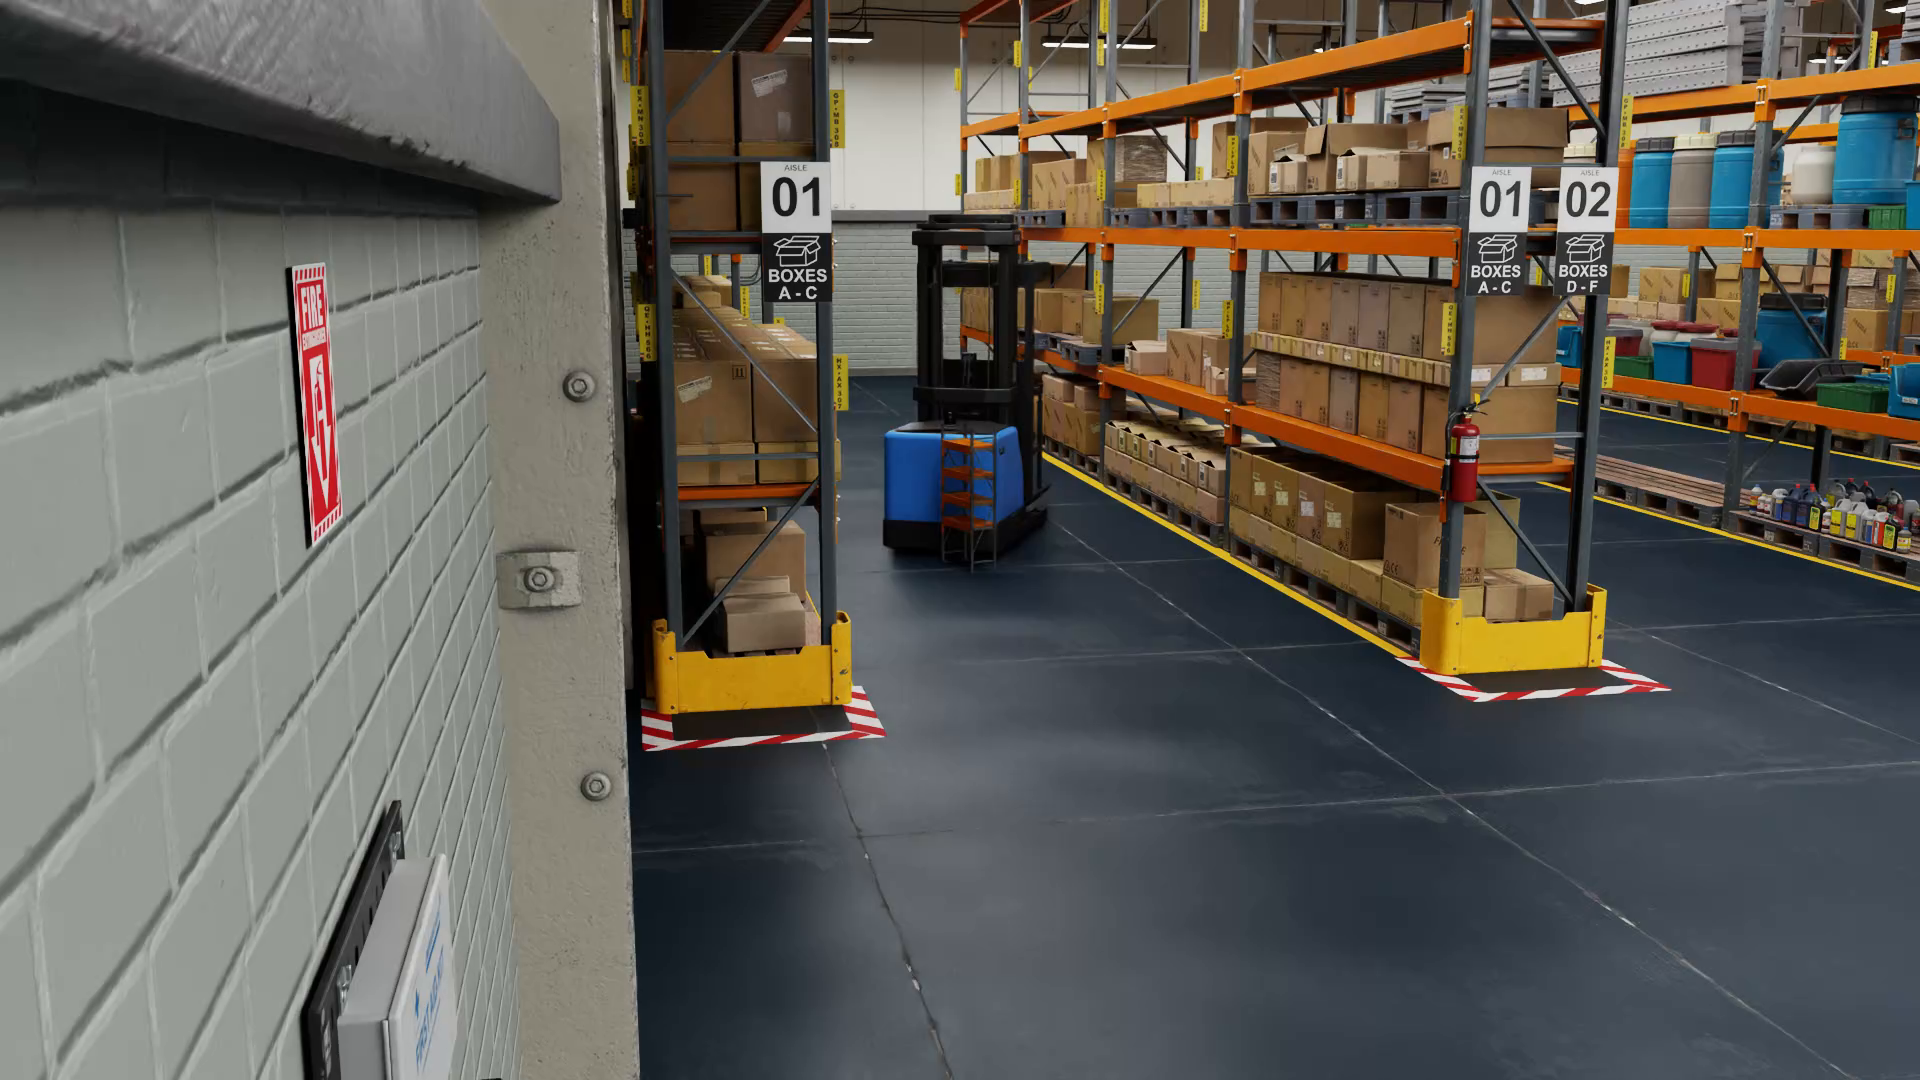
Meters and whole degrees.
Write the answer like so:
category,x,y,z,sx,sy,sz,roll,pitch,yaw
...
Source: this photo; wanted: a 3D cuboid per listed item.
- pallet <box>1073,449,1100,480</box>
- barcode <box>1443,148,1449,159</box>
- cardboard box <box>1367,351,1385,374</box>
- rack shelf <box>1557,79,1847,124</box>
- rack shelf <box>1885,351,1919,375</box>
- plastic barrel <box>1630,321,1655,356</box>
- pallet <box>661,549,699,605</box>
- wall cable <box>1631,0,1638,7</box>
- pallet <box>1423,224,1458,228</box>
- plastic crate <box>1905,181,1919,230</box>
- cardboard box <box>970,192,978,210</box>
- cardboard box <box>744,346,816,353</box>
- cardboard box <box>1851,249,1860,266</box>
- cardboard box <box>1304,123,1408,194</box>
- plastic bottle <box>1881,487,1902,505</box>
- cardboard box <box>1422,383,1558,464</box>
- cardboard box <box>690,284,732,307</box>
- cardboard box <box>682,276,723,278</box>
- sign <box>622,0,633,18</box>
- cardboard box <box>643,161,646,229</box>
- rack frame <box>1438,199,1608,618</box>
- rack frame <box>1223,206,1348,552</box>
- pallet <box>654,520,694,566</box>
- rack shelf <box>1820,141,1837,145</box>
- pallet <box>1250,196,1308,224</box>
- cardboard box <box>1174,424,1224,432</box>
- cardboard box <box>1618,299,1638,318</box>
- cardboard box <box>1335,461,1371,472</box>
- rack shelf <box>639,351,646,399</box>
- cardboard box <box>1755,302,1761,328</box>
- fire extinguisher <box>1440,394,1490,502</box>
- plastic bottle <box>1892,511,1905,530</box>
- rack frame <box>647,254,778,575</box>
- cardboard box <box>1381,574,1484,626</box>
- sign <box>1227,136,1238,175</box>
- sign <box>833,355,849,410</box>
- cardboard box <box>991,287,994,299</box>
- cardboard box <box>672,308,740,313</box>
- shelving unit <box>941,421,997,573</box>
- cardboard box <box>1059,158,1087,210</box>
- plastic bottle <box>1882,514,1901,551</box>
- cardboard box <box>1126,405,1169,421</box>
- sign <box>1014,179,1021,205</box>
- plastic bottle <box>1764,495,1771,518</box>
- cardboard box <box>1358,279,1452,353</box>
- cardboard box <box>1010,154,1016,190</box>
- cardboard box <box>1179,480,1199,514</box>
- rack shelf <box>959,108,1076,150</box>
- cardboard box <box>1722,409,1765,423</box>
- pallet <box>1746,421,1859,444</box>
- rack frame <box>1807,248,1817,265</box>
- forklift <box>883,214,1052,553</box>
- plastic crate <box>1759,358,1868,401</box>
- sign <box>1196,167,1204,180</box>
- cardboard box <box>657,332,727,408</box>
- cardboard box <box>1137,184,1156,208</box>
category,x,y,z,sx,sy,sz,roll,pitch,yaw
pallet,1.955,-0.896,19.392,1.003,0.211,1.213,-2,11,-11
barcode,3.088,-2.457,10.560,0.001,0.075,0.075,-2,11,-11
cardboard box,3.158,-1.280,11.952,0.380,0.149,0.250,-2,11,-9
rack shelf,7.312,-4.337,16.964,1.077,0.370,4.000,-2,11,-11
rack shelf,12.170,-1.767,18.434,1.077,0.370,4.000,-2,11,-11
plastic barrel,7.414,-2.104,17.981,0.421,0.512,0.421,0,11,0
pallet,-1.852,0.279,13.220,1.003,0.211,1.213,-2,11,-11
wall cable,12.506,-9.644,33.248,2.277,5.999,0.120,-2,11,-11
pallet,6.617,-4.073,21.110,1.003,0.211,1.213,-2,11,-11
plastic crate,7.813,-2.644,13.140,0.392,0.384,0.575,-2,11,-11
cardboard box,0.442,-5.044,24.772,0.500,0.250,0.500,-2,11,-11
cardboard box,-1.123,-0.973,10.683,0.500,0.500,0.500,-2,11,-11
cardboard box,15.042,-4.618,27.754,0.500,0.500,0.500,-2,11,-9
cardboard box,3.038,-2.886,12.597,0.797,0.503,0.637,-1,11,-5
plastic bottle,8.209,-0.286,14.638,0.144,0.351,0.185,-2,11,-11
cardboard box,3.541,-0.795,11.139,0.700,0.500,0.500,-2,11,-11
cardboard box,-2.636,-2.618,17.860,0.500,0.250,0.500,-2,11,-10
cardboard box,-3.141,-3.083,20.304,0.500,0.250,0.500,-2,11,-10
sign,-3.339,-5.409,16.682,0.100,0.325,0.005,-2,11,-11
cardboard box,-2.072,-2.550,12.281,0.500,0.500,0.500,-2,11,-9
rack frame,3.619,-0.660,10.696,1.000,3.000,0.127,-2,11,-11
rack frame,2.841,-1.394,14.550,1.000,3.000,0.127,-2,11,-11
pallet,-2.170,0.014,14.611,1.003,0.211,1.213,-2,11,-11
rack shelf,15.499,-6.341,26.432,1.077,0.370,4.000,-2,11,-11
pallet,3.033,-2.668,13.461,1.003,0.211,1.213,-2,11,-11
cardboard box,2.514,-1.076,17.613,0.500,0.311,0.500,-2,11,-12
cardboard box,10.457,-3.553,25.500,0.500,0.250,0.500,-2,11,-10
cardboard box,3.333,-0.357,13.328,0.500,0.500,0.500,-2,11,-11
rack shelf,-3.184,-1.960,19.449,1.077,0.370,4.000,-2,11,-11
cardboard box,11.043,-2.992,22.681,0.500,0.500,0.500,-2,11,-12
fire extinguisher,3.187,-0.584,10.500,0.296,0.674,0.183,-2,11,-11
plastic bottle,7.774,-0.093,13.806,0.061,0.283,0.133,-2,11,-11
rack frame,-2.017,-1.213,13.600,1.000,3.000,0.127,-2,11,-11
cardboard box,3.225,0.397,11.374,0.500,0.250,0.500,-2,11,-11
sign,2.311,-3.254,14.079,0.100,0.325,0.005,-2,11,-11
sign,-0.707,-0.924,9.769,0.100,0.325,0.005,-2,11,-11
cardboard box,0.733,-3.671,23.573,0.500,0.500,0.500,-2,11,-11
cardboard box,-2.558,-2.024,16.420,0.700,0.500,0.500,-3,11,-16
shelving unit,0.072,-0.368,13.973,0.258,1.200,0.503,-6,12,-30
cardboard box,1.573,-4.299,20.136,0.600,0.600,0.600,-3,11,-13
plastic bottle,7.651,-0.063,13.646,0.061,0.283,0.133,-2,11,-10
cardboard box,2.148,-1.305,19.594,0.500,0.500,0.500,-3,11,-13
sign,0.755,-4.567,21.819,0.100,0.325,0.005,-2,11,-11
plastic bottle,7.372,-0.303,15.127,0.097,0.201,0.097,0,11,0
cardboard box,3.324,-1.631,12.060,0.700,0.500,0.500,-2,11,-11
cardboard box,1.092,-5.151,23.327,0.700,0.500,0.500,-2,11,-11
cardboard box,2.380,-0.408,15.600,0.500,0.250,0.500,-2,11,-12
rack shelf,0.896,-5.820,23.693,1.077,0.370,4.000,-2,11,-11
cardboard box,11.322,-2.103,22.834,1.225,0.875,0.875,-3,11,-13
pallet,11.468,-1.488,22.502,1.003,0.211,1.213,-2,11,-11
rack frame,15.110,-4.116,28.853,1.000,3.000,0.127,-2,11,-11
forklift,0.214,-1.560,15.610,1.130,2.935,3.031,3,11,15
plastic crate,7.678,-1.442,14.970,0.767,0.338,0.504,-2,11,-11
sign,2.609,-3.912,18.167,0.100,0.325,0.005,-2,11,-11
cardboard box,-1.942,-1.237,12.069,0.500,0.500,0.500,-2,11,-9
cardboard box,2.207,-3.652,17.672,0.500,0.250,0.500,-3,11,-15
